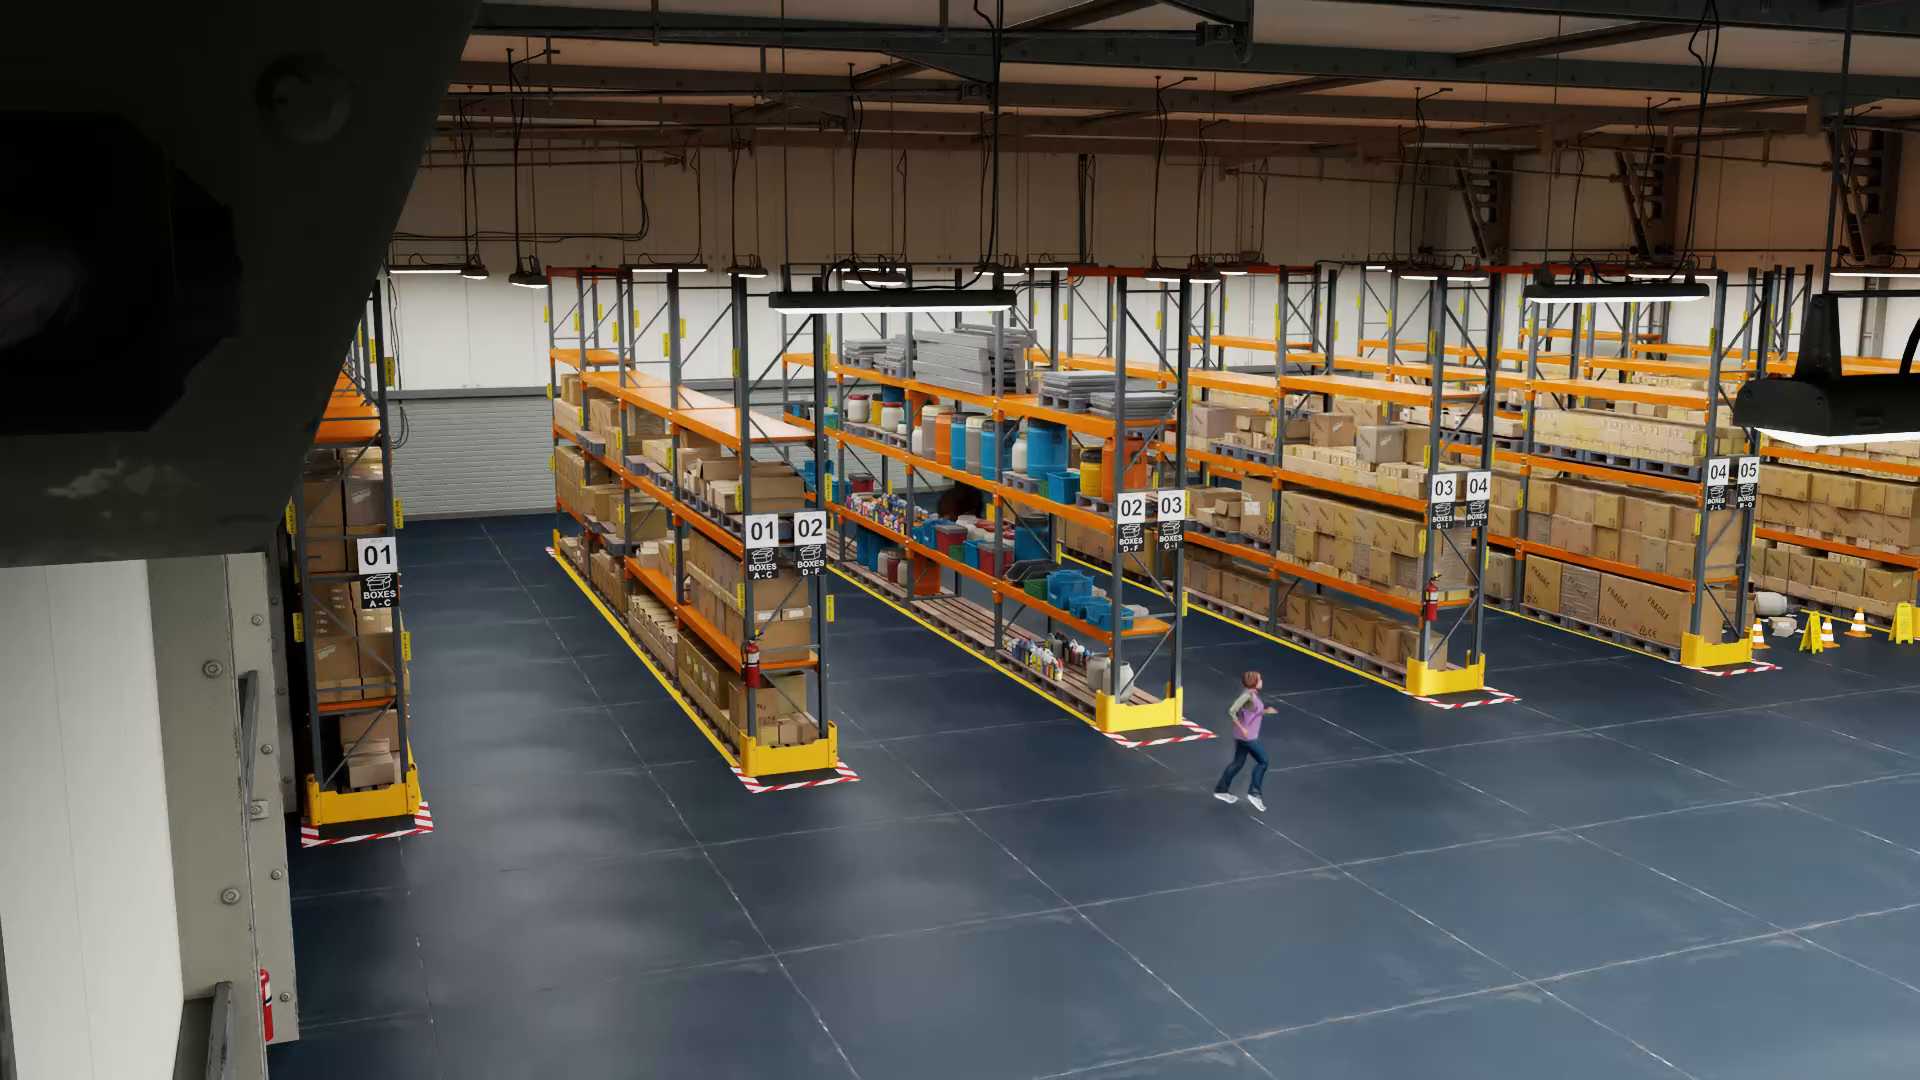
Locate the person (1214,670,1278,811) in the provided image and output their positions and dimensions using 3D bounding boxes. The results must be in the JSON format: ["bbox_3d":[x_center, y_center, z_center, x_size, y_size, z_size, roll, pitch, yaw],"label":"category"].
[{"bbox_3d":[3.275,2.285,19.021,0.710,1.648,0.507,1,10,4],"label":"person"}]

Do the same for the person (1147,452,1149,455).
[{"bbox_3d":[4.247,-1.531,40.398,0.765,1.807,0.851,4,11,22],"label":"person"}]
